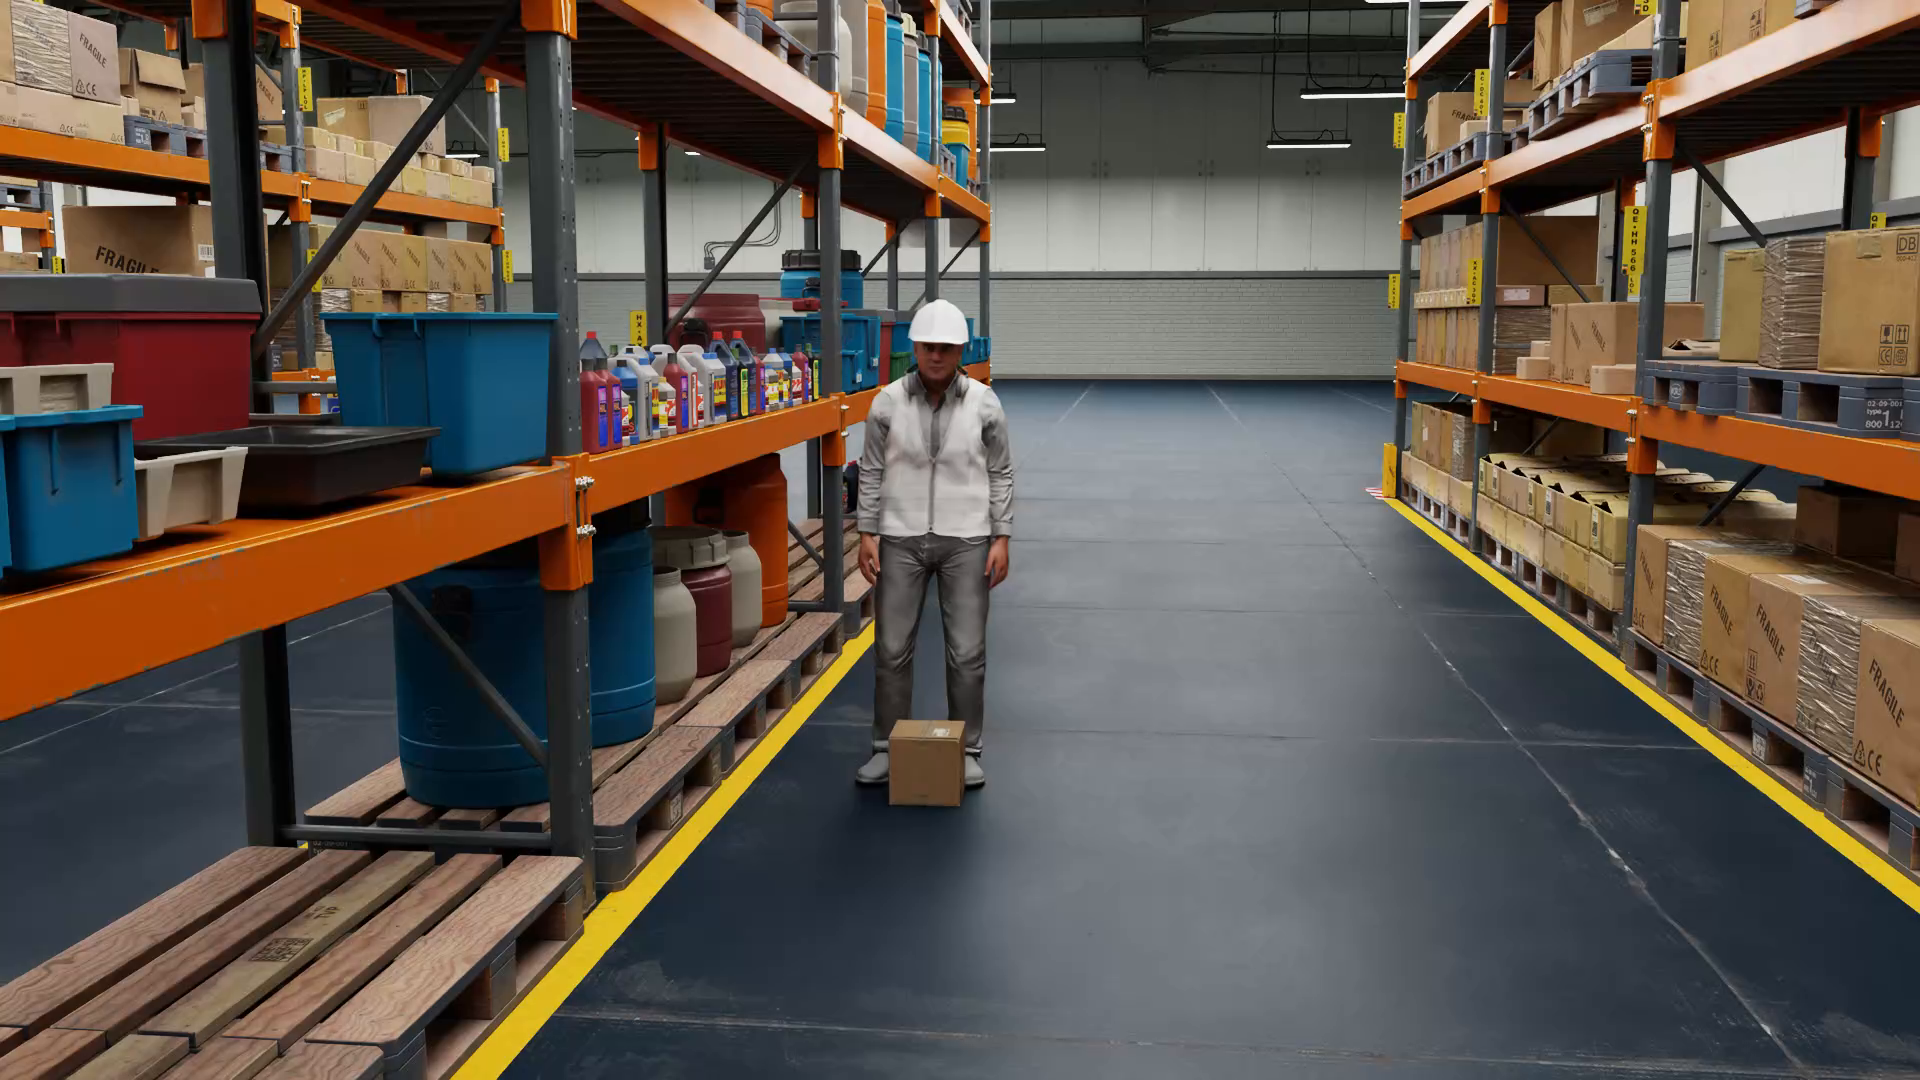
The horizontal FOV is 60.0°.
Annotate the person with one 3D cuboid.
[{"bbox_3d":[-0.093,0.010,6.118,0.579,1.769,0.466,0,8,4],"label":"person"}]
